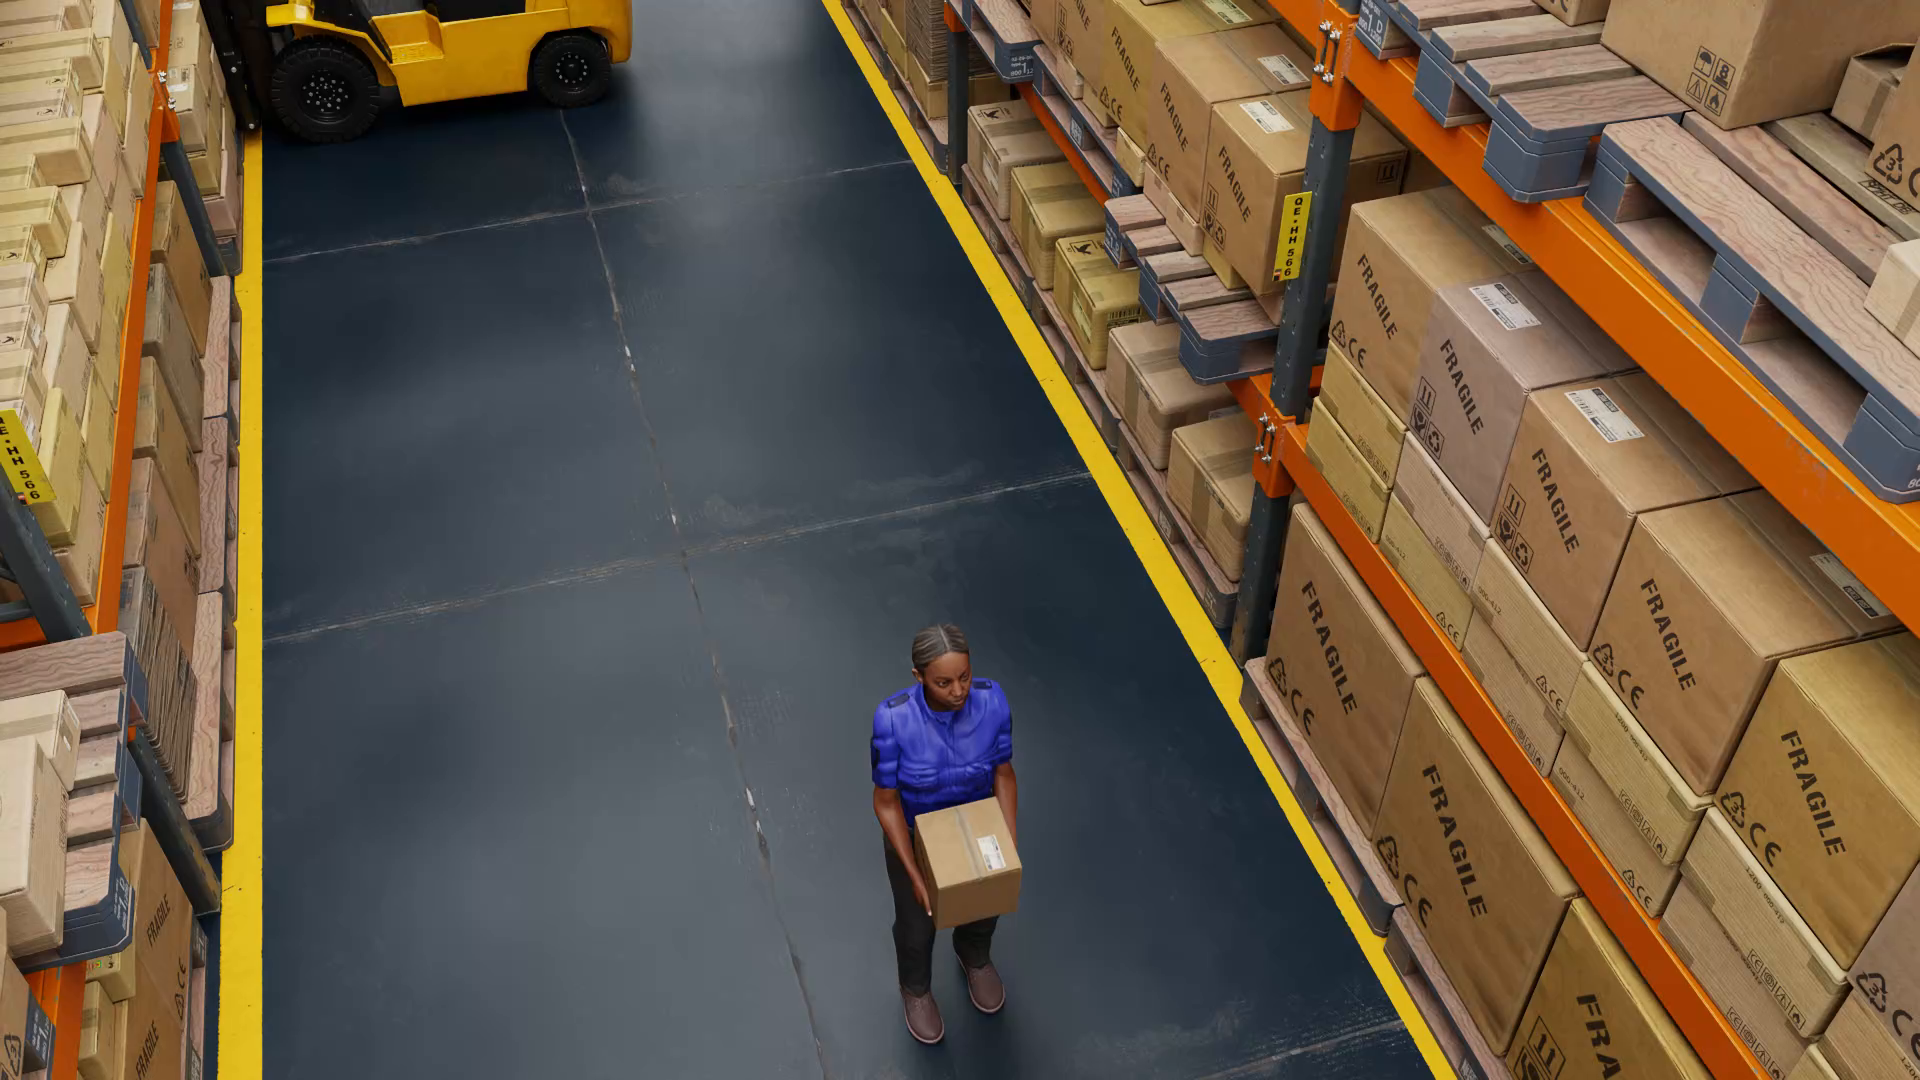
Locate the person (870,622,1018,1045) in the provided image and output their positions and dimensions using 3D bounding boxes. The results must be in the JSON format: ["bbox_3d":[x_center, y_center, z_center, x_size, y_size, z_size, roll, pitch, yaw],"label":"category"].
[{"bbox_3d":[-0.030,0.961,5.123,0.450,1.646,0.523,-11,44,-12],"label":"person"}]
